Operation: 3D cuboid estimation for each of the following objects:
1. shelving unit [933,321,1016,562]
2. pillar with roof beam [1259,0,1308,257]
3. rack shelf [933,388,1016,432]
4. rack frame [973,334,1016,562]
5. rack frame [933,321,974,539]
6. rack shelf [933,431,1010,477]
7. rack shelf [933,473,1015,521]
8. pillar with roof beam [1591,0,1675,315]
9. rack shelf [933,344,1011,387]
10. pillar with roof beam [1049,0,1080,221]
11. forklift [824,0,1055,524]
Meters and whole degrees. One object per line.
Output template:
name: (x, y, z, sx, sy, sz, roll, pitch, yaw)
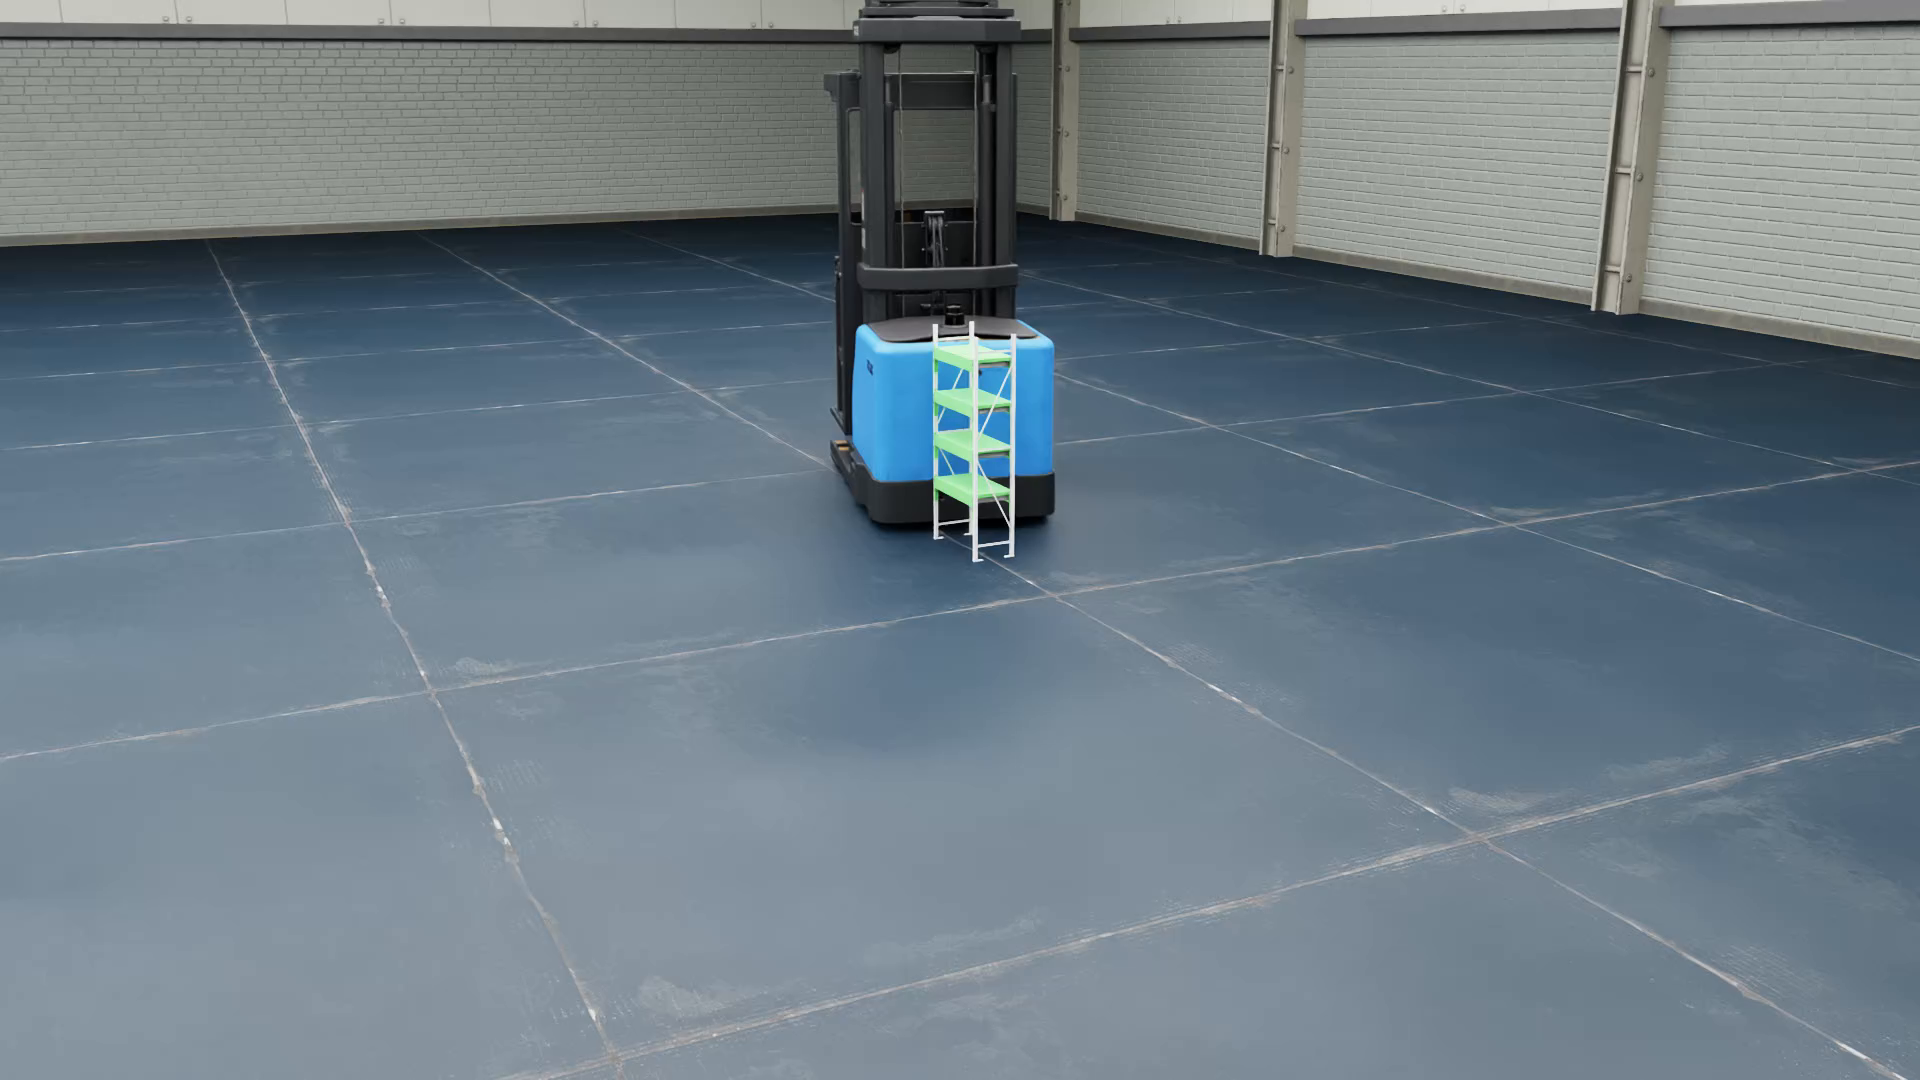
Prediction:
shelving unit: (0.073, -0.536, 8.942, 0.258, 1.200, 0.503, -8, 18, -25)
pillar with roof beam: (0.496, -7.733, 19.883, 9.100, 9.000, 0.400, -8, 18, -25)
rack shelf: (0.073, -0.705, 8.894, 0.258, 0.148, 0.480, -8, 18, -25)
rack frame: (0.179, -0.475, 8.731, 0.240, 1.200, 0.015, -8, 18, -25)
rack frame: (-0.034, -0.596, 9.153, 0.240, 1.200, 0.015, -8, 18, -25)
rack shelf: (0.073, -0.474, 8.960, 0.258, 0.148, 0.480, -8, 18, -25)
rack shelf: (0.073, -0.244, 9.026, 0.258, 0.148, 0.480, -8, 18, -25)
pillar with roof beam: (3.125, -6.245, 14.699, 9.100, 9.000, 0.400, -8, 18, -25)
rack shelf: (0.073, -0.936, 8.827, 0.258, 0.148, 0.480, -8, 18, -25)
pillar with roof beam: (-2.132, -9.221, 25.068, 9.100, 9.000, 0.400, -8, 18, -25)
forklift: (-0.244, -1.863, 10.429, 1.130, 2.935, 3.031, -3, 16, -11)
